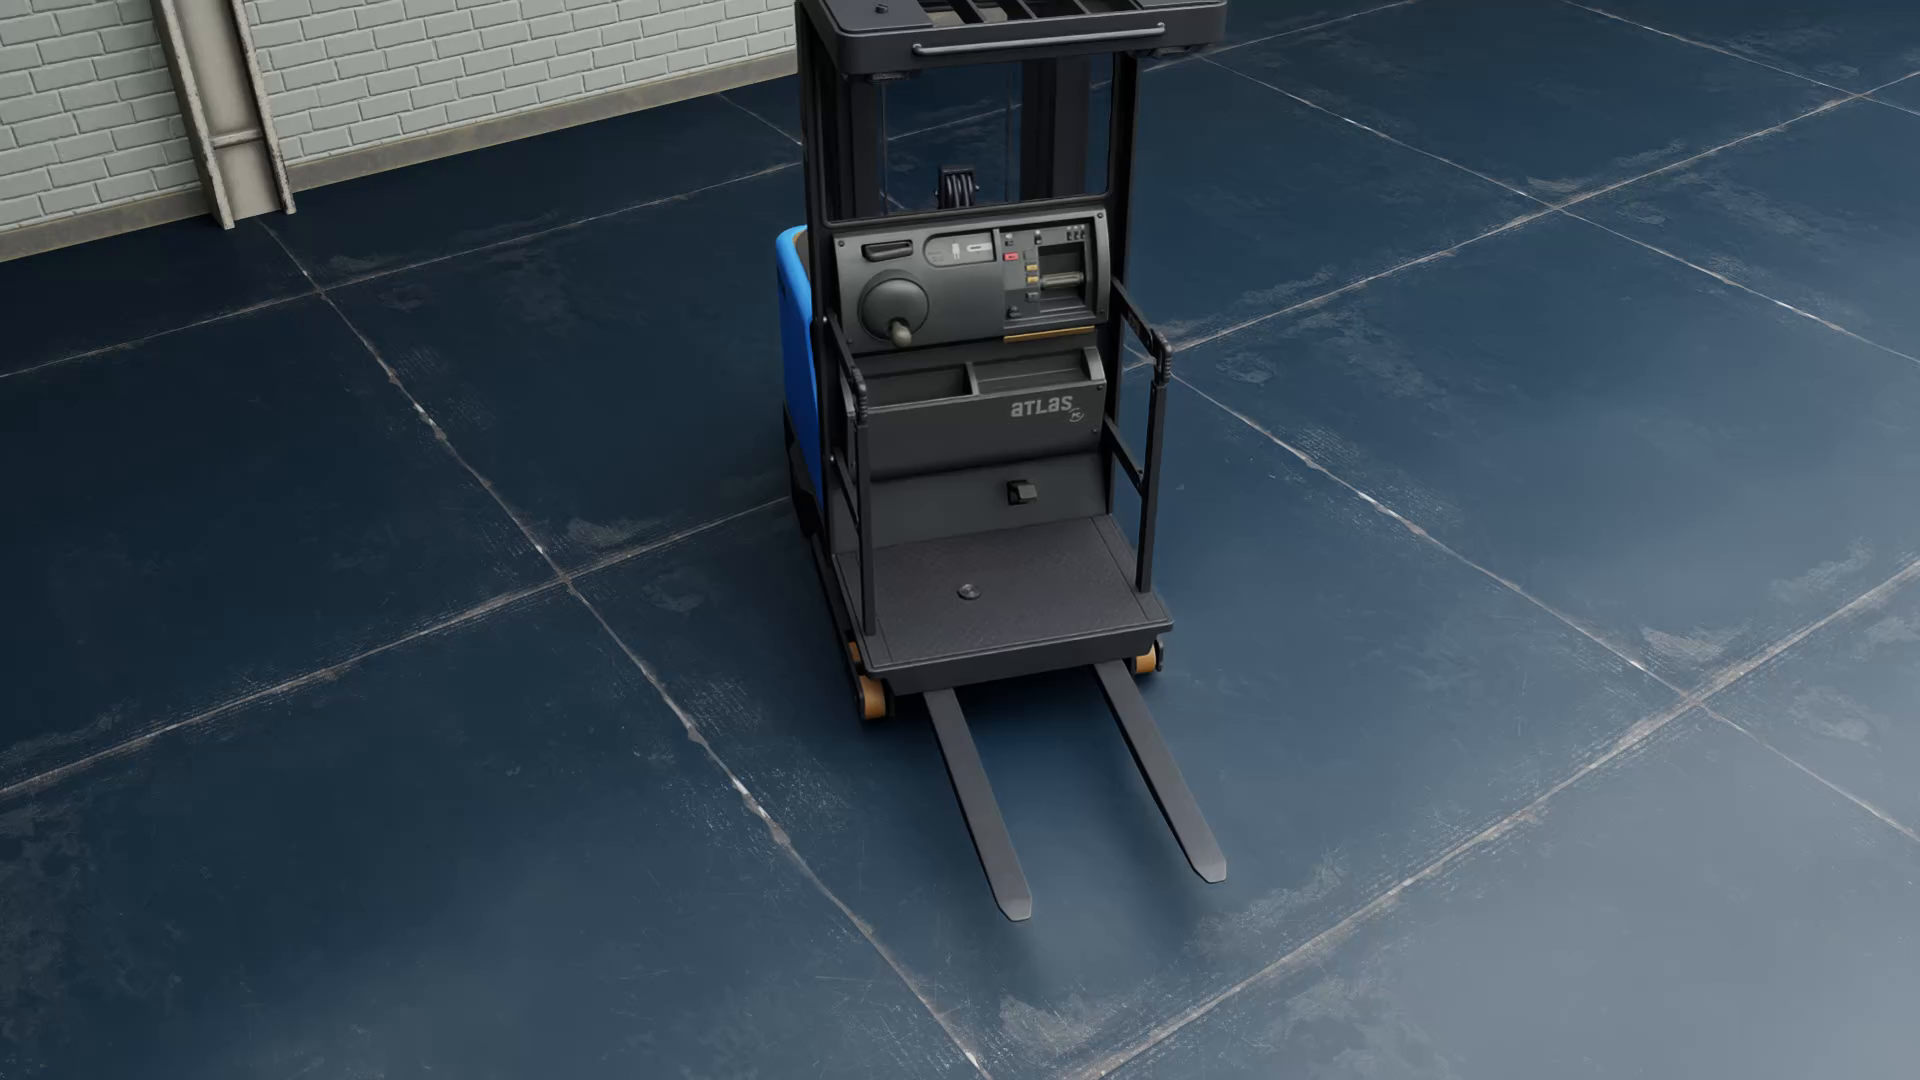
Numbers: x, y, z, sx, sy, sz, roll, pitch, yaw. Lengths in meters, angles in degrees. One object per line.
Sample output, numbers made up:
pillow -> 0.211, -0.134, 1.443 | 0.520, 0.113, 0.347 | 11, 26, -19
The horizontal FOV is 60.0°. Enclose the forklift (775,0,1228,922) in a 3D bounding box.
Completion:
forklift -> 0.103, -0.806, 5.360 | 1.130, 2.935, 3.031 | -8, 37, -11

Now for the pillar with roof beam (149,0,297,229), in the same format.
pillar with roof beam -> -1.479, -3.439, 3.825 | 0.400, 9.000, 9.100 | -22, 41, -28
